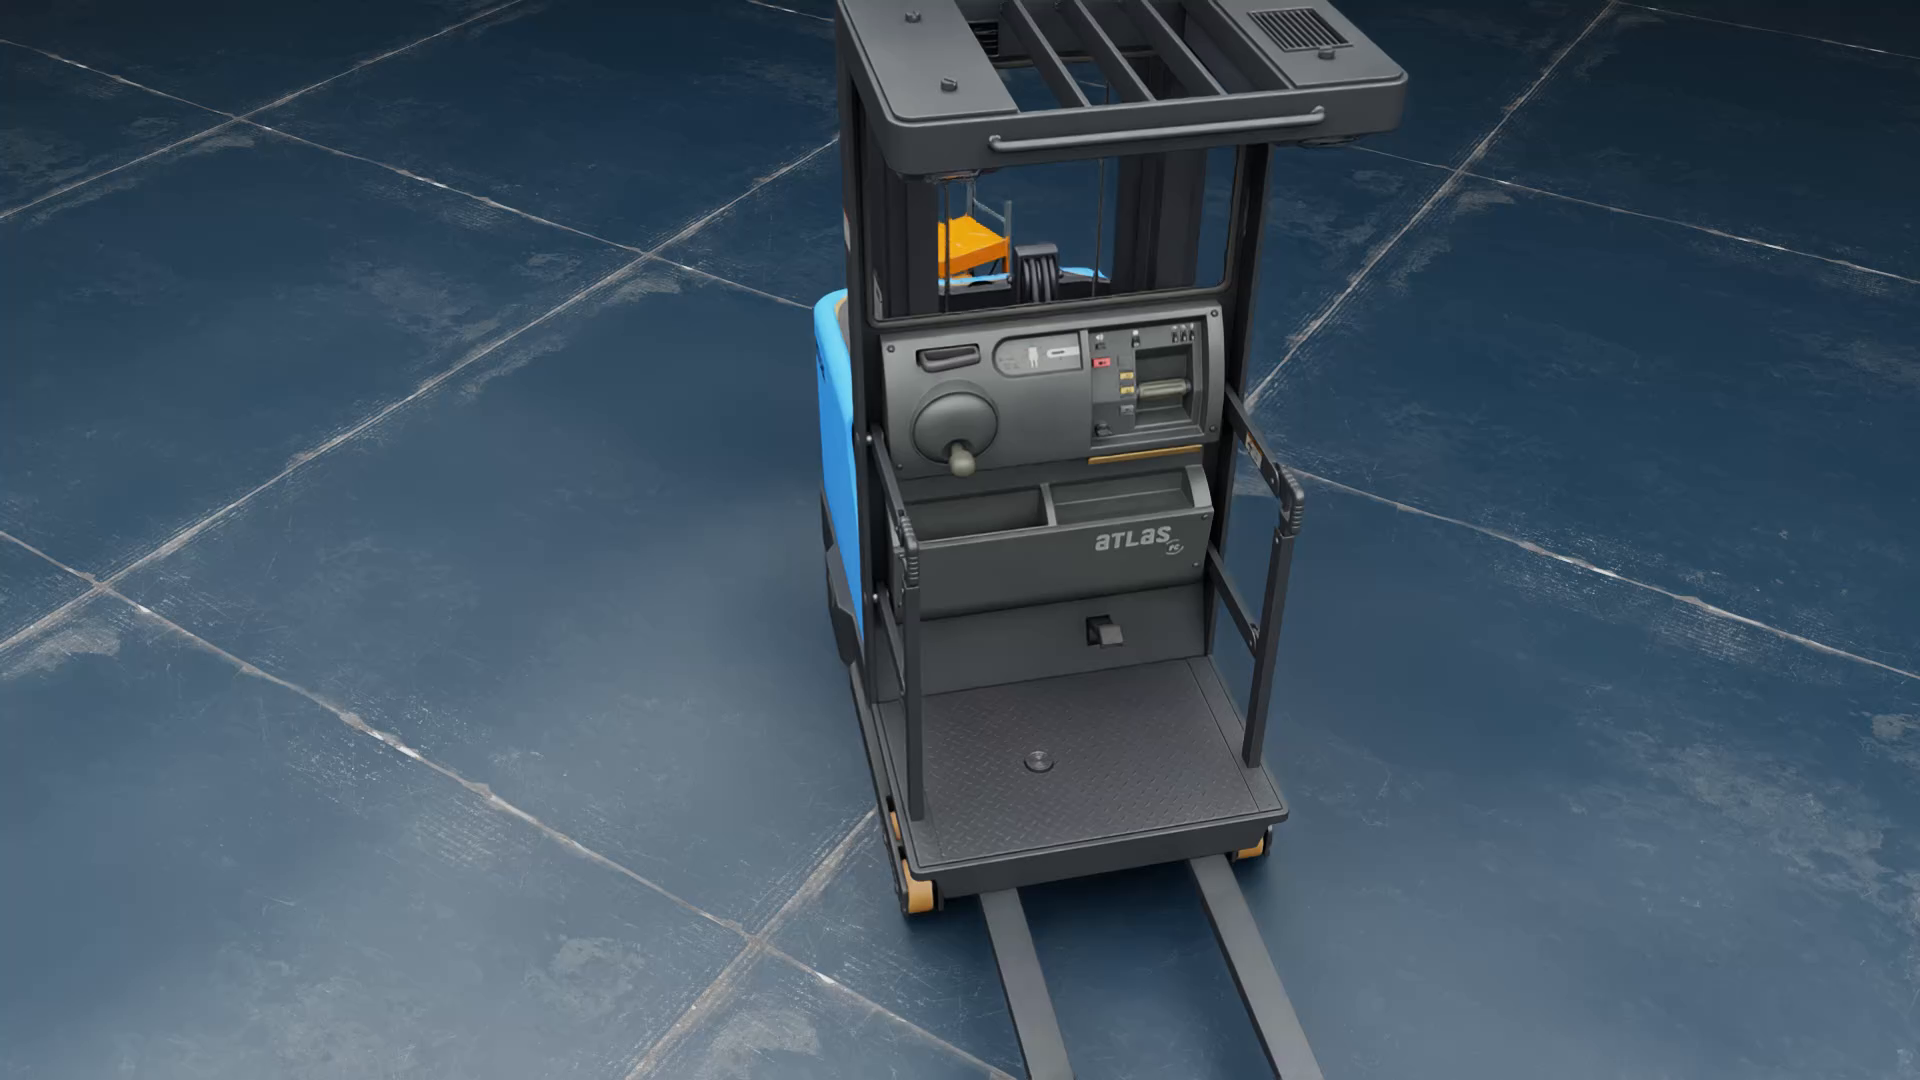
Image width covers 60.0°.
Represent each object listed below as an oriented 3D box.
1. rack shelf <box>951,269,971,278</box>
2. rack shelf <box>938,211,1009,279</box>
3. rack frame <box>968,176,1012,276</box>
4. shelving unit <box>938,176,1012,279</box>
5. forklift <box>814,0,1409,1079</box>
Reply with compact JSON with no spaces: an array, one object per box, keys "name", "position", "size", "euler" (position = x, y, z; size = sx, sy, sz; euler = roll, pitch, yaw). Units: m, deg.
[{"name":"rack shelf","position":[-0.092,-0.807,6.058],"size":[0.480,0.148,0.258],"euler":[-24,44,-28]},{"name":"rack shelf","position":[-0.092,-0.995,5.914],"size":[0.480,0.148,0.258],"euler":[-24,44,-28]},{"name":"rack frame","position":[0.106,-0.771,6.267],"size":[0.015,1.200,0.240],"euler":[-24,44,-28]},{"name":"shelving unit","position":[-0.092,-0.684,6.154],"size":[0.503,1.200,0.258],"euler":[-24,44,-28]},{"name":"forklift","position":[0.303,-0.328,4.275],"size":[1.130,2.935,3.031],"euler":[-7,38,-9]}]
